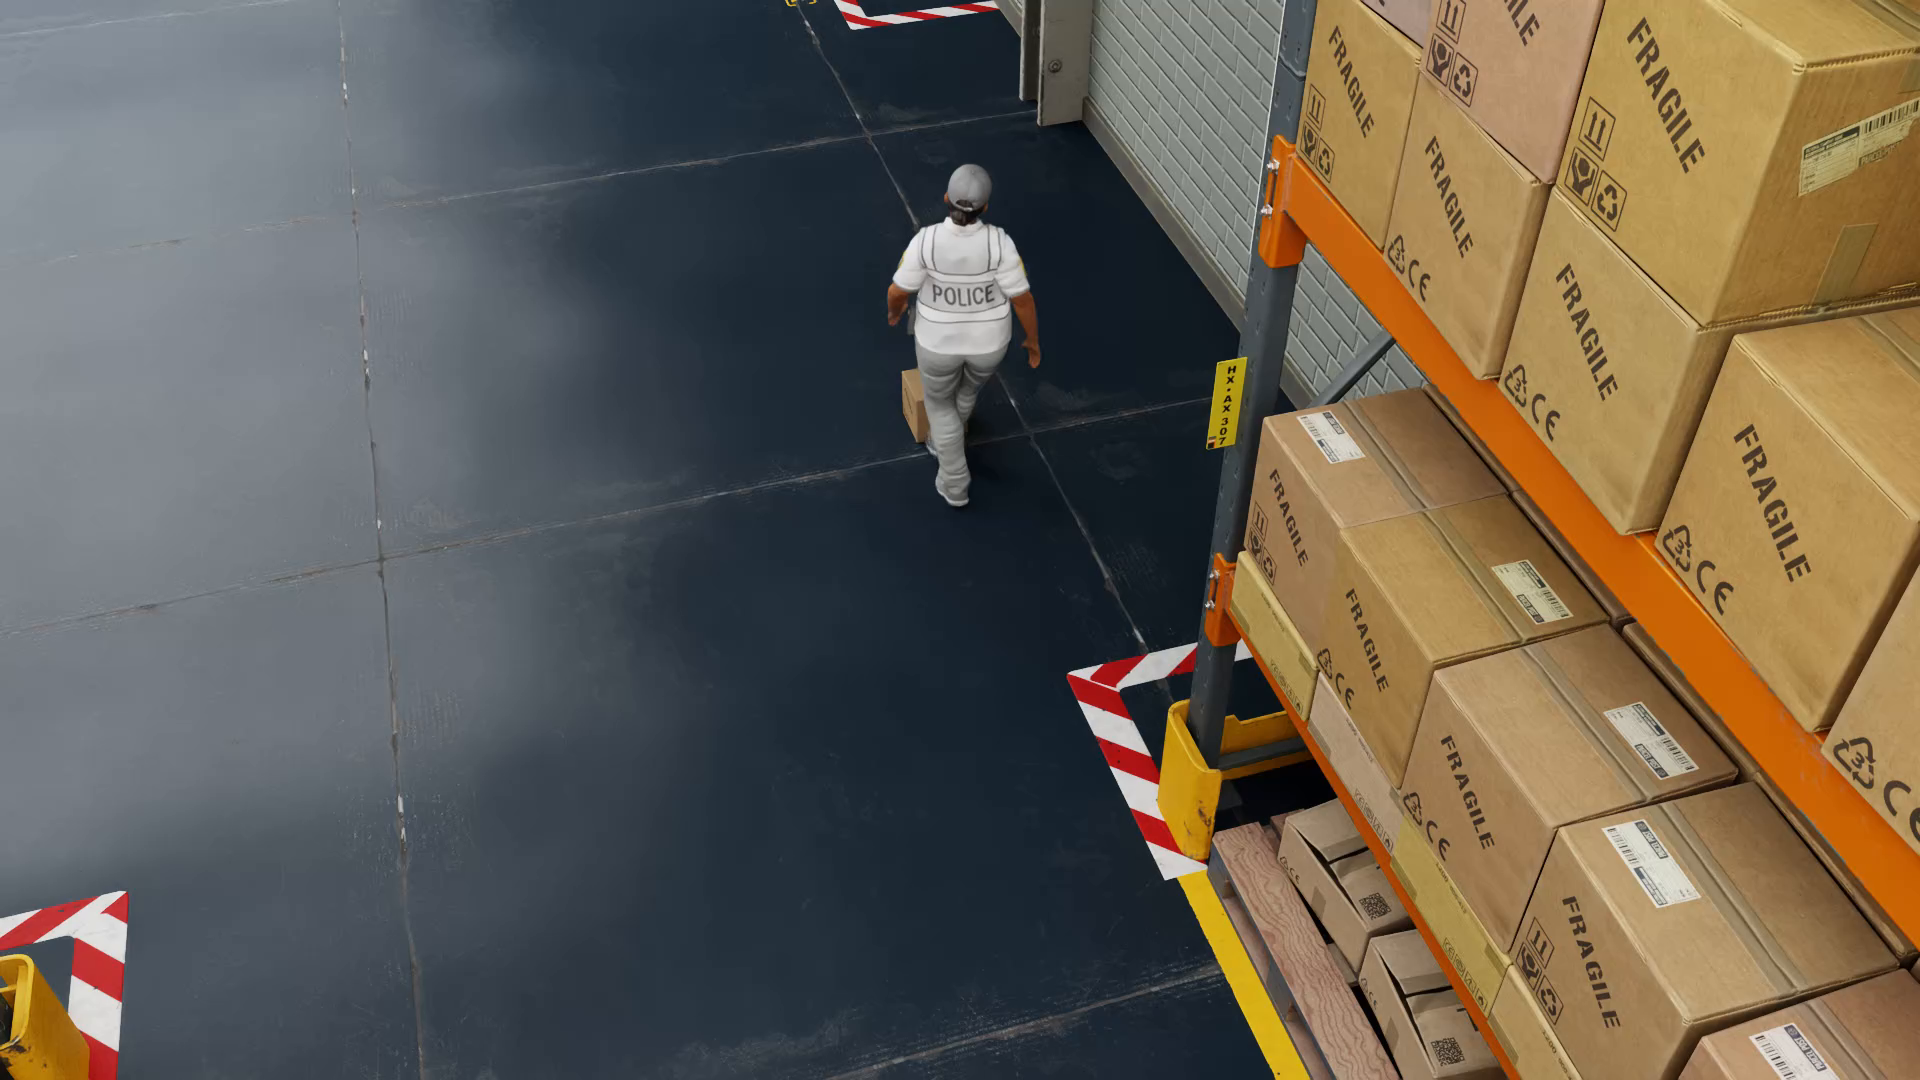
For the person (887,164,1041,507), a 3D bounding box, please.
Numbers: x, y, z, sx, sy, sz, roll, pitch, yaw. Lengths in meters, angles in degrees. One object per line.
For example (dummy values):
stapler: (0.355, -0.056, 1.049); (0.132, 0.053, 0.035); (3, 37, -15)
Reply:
person: (-0.005, -0.921, 7.209); (0.636, 1.699, 0.616); (-7, 43, -7)
